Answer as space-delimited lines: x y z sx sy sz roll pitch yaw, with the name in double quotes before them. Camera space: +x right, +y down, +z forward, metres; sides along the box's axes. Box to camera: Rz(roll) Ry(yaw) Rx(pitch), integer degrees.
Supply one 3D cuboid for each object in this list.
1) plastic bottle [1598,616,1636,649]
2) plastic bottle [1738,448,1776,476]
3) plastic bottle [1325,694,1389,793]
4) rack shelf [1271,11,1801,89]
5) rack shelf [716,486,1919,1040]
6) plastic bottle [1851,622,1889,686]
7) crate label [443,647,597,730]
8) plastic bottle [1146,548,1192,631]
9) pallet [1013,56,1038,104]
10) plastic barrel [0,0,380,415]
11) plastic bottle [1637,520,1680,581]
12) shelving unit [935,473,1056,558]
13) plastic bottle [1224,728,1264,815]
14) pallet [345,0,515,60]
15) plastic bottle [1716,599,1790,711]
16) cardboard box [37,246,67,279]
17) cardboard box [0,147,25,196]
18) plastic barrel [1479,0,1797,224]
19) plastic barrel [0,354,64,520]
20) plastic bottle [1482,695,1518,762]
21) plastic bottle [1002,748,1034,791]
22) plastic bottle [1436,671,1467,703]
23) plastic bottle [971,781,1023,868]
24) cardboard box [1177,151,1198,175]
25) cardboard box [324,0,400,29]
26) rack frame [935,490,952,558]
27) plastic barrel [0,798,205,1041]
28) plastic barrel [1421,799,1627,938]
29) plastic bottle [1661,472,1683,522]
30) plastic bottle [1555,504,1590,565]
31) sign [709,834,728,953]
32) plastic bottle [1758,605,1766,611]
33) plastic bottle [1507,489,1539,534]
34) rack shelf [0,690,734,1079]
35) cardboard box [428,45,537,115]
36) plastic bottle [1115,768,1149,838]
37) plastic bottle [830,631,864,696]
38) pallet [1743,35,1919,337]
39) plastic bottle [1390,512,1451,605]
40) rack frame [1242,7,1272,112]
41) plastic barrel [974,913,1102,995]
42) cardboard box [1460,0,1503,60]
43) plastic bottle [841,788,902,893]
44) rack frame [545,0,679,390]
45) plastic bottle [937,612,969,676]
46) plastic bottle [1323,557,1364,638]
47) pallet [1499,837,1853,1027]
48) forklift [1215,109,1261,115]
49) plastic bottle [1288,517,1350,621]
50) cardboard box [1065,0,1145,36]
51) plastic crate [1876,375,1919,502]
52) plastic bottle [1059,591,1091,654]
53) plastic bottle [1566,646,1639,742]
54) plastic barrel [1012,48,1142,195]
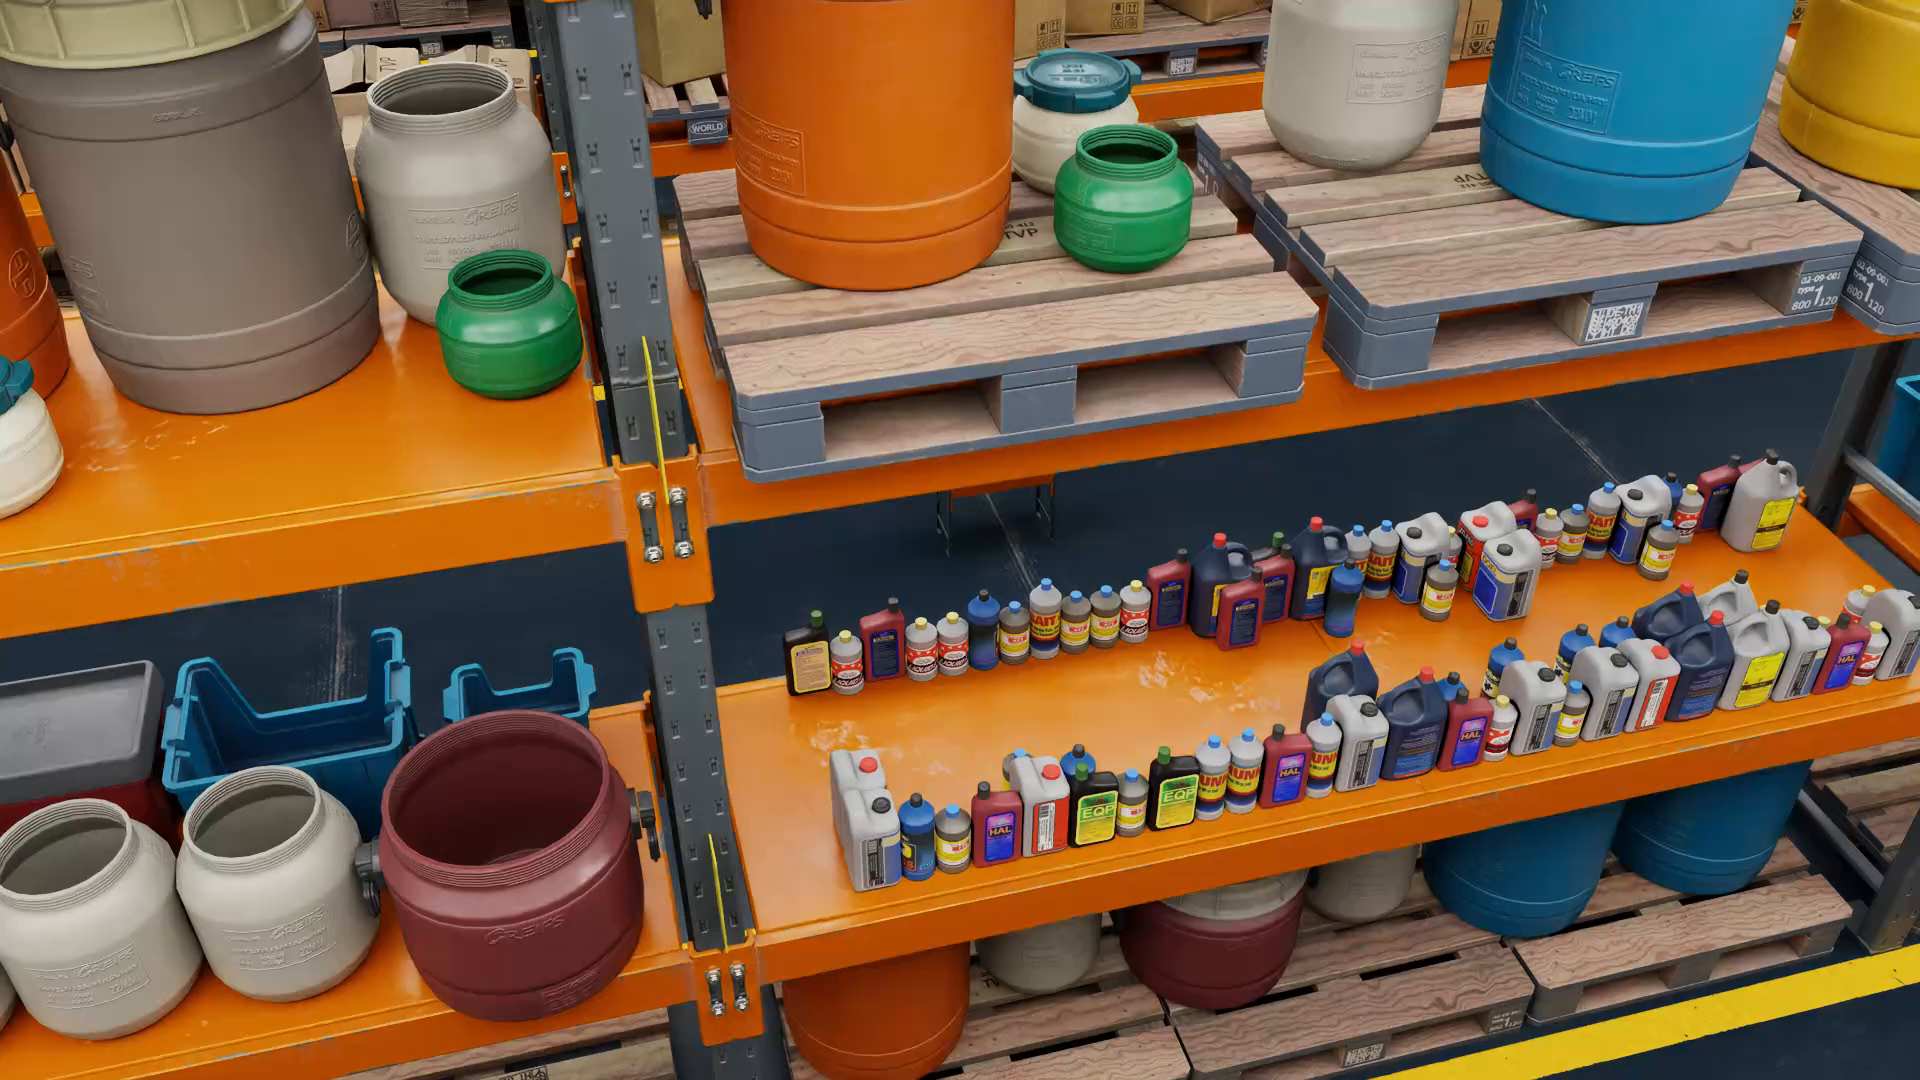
"plastic bottle" 1.941 0.339 4.944 0.097 0.271 0.097 0 37 0
"plastic bottle" 2.662 -0.178 5.610 0.133 0.283 0.061 -9 38 -12
"plastic bottle" 1.106 0.552 4.661 0.135 0.276 0.152 -9 38 -12
"rack shelf" 3.770 -2.969 9.755 4.000 0.370 1.077 -9 38 -12
"rack shelf" 1.196 0.570 5.128 4.000 0.370 1.077 -9 38 -12
"plastic bottle" 2.726 0.333 5.009 0.097 0.201 0.097 0 37 0
"crate label" -1.239 0.515 4.746 0.416 0.233 0.303 -9 38 -12
"plastic bottle" 0.648 0.153 5.178 0.133 0.283 0.061 -9 38 -12
"pallet" -0.146 -2.539 8.758 1.213 0.211 1.003 -9 38 -12
"plastic barrel" -1.584 -0.786 3.427 0.600 0.901 0.600 0 37 0
"plastic bottle" 2.278 0.025 5.412 0.097 0.201 0.097 0 37 0
"shelving unit" 0.160 -0.503 7.420 0.503 1.200 0.258 -9 38 -12
"plastic bottle" 0.779 0.625 4.570 0.097 0.271 0.097 0 37 0
"pallet" -4.072 -3.979 12.778 1.213 0.211 1.003 -9 38 -12
"plastic bottle" 2.325 0.325 4.897 0.185 0.351 0.144 -9 38 -12
"cardboard box" -4.585 -1.364 8.521 0.500 0.311 0.500 -9 38 -12
"cardboard box" -4.630 -1.906 7.691 0.500 0.500 0.500 -7 38 -9
"plastic barrel" 1.519 -1.229 3.661 0.708 0.901 0.600 -9 38 -12
"plastic barrel" -1.901 -0.197 3.183 0.301 0.262 0.301 0 37 0
"plastic bottle" 1.533 0.529 4.753 0.097 0.201 0.097 0 37 0
"plastic bottle" 0.164 0.658 4.584 0.097 0.201 0.097 0 37 0
"plastic bottle" 1.388 0.487 4.751 0.097 0.271 0.097 0 37 0
"plastic bottle" 0.097 0.744 4.405 0.133 0.283 0.061 -9 38 -12
"cardboard box" 1.438 -1.874 9.426 0.500 0.500 0.500 -10 38 -12
"cardboard box" -4.526 -4.233 12.511 0.500 0.500 0.700 -9 38 -12
"rack frame" -0.076 -0.464 7.369 0.015 1.200 0.240 -9 38 -12
"plastic barrel" -2.079 0.912 3.997 0.421 0.512 0.421 0 37 0
"plastic barrel" 1.914 0.823 5.587 0.708 0.901 0.600 -9 38 -12
"plastic bottle" 2.333 -0.108 5.528 0.097 0.271 0.097 0 37 0
"plastic bottle" 2.015 -0.028 5.481 0.097 0.201 0.097 0 37 0
"sign" -0.584 0.858 4.025 0.005 0.325 0.100 -9 38 -12
"plastic bottle" 2.428 0.287 5.070 0.097 0.201 0.097 0 37 0
"plastic bottle" 1.805 -0.037 5.426 0.133 0.283 0.061 -9 38 -12
"rack shelf" -2.665 1.204 4.299 4.000 0.370 1.077 -9 38 -12
"cardboard box" -2.385 -2.237 8.279 0.500 0.311 0.500 -7 38 -9
"plastic bottle" 0.462 0.705 4.523 0.097 0.201 0.097 0 37 0
"plastic bottle" -0.339 0.359 4.976 0.097 0.201 0.097 0 37 0
"pallet" 2.396 -0.967 4.232 1.003 0.211 1.213 -9 38 -12
"plastic bottle" 1.463 0.050 5.317 0.135 0.276 0.152 -9 38 -12
"rack frame" 1.839 -2.938 9.122 0.127 3.000 1.000 -9 38 -12
"plastic barrel" 0.255 1.194 5.423 0.421 0.512 0.421 0 37 0
"cardboard box" 2.896 -2.982 9.097 0.500 0.500 0.500 -9 38 -11
"plastic bottle" -0.232 0.772 4.374 0.135 0.276 0.152 -9 38 -12
"rack frame" -0.734 -1.781 2.672 0.127 3.000 1.000 -9 38 -12
"plastic bottle" -0.022 0.307 5.044 0.097 0.201 0.097 0 37 0
"plastic bottle" 1.194 0.170 5.165 0.097 0.271 0.097 0 37 0
"pallet" 2.371 1.173 6.042 1.213 0.211 1.003 -9 38 -12
"forklift" 0.919 -4.215 10.848 3.031 2.935 1.130 -10 39 -13
"plastic bottle" 1.120 0.075 5.224 0.185 0.351 0.144 -9 38 -12
"cardboard box" 0.676 -3.055 8.846 0.500 0.500 0.700 -4 38 -5
"plastic crate" 3.489 -0.324 5.668 0.575 0.384 0.392 -9 38 -12
"plastic bottle" 0.354 0.245 5.125 0.097 0.201 0.097 0 37 0
"plastic bottle" 1.862 0.428 4.823 0.135 0.276 0.152 -9 38 -12
"plastic barrel" 0.262 -0.957 3.832 0.301 0.262 0.301 0 37 0
